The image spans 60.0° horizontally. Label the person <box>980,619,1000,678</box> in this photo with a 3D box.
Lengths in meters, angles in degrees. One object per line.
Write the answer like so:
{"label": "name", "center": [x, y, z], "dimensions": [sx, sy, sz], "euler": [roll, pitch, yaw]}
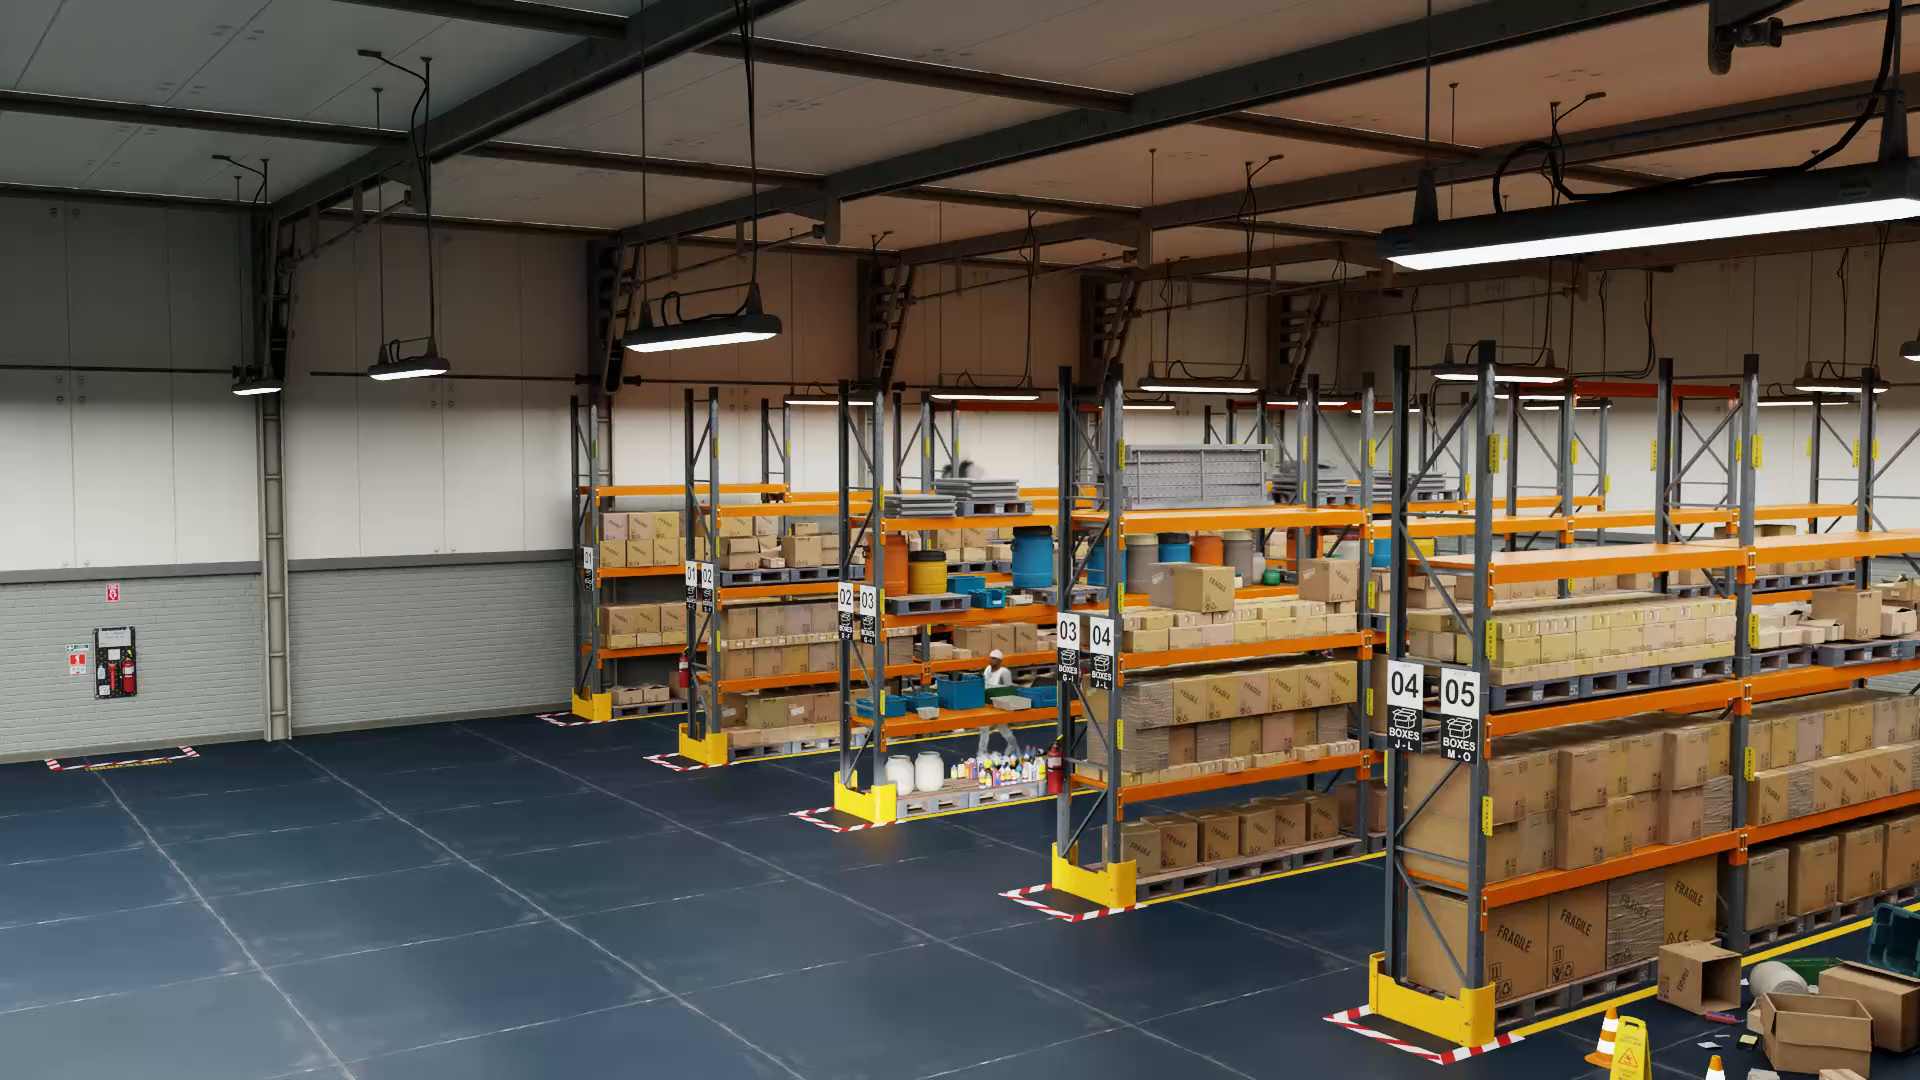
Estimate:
{"label": "person", "center": [0.675, 2.320, 32.796], "dimensions": [0.554, 1.746, 0.641], "euler": [-3, 4, -37]}

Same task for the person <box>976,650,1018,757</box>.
{"label": "person", "center": [0.580, 2.657, 26.619], "dimensions": [0.675, 1.813, 0.953], "euler": [3, 5, 41]}
